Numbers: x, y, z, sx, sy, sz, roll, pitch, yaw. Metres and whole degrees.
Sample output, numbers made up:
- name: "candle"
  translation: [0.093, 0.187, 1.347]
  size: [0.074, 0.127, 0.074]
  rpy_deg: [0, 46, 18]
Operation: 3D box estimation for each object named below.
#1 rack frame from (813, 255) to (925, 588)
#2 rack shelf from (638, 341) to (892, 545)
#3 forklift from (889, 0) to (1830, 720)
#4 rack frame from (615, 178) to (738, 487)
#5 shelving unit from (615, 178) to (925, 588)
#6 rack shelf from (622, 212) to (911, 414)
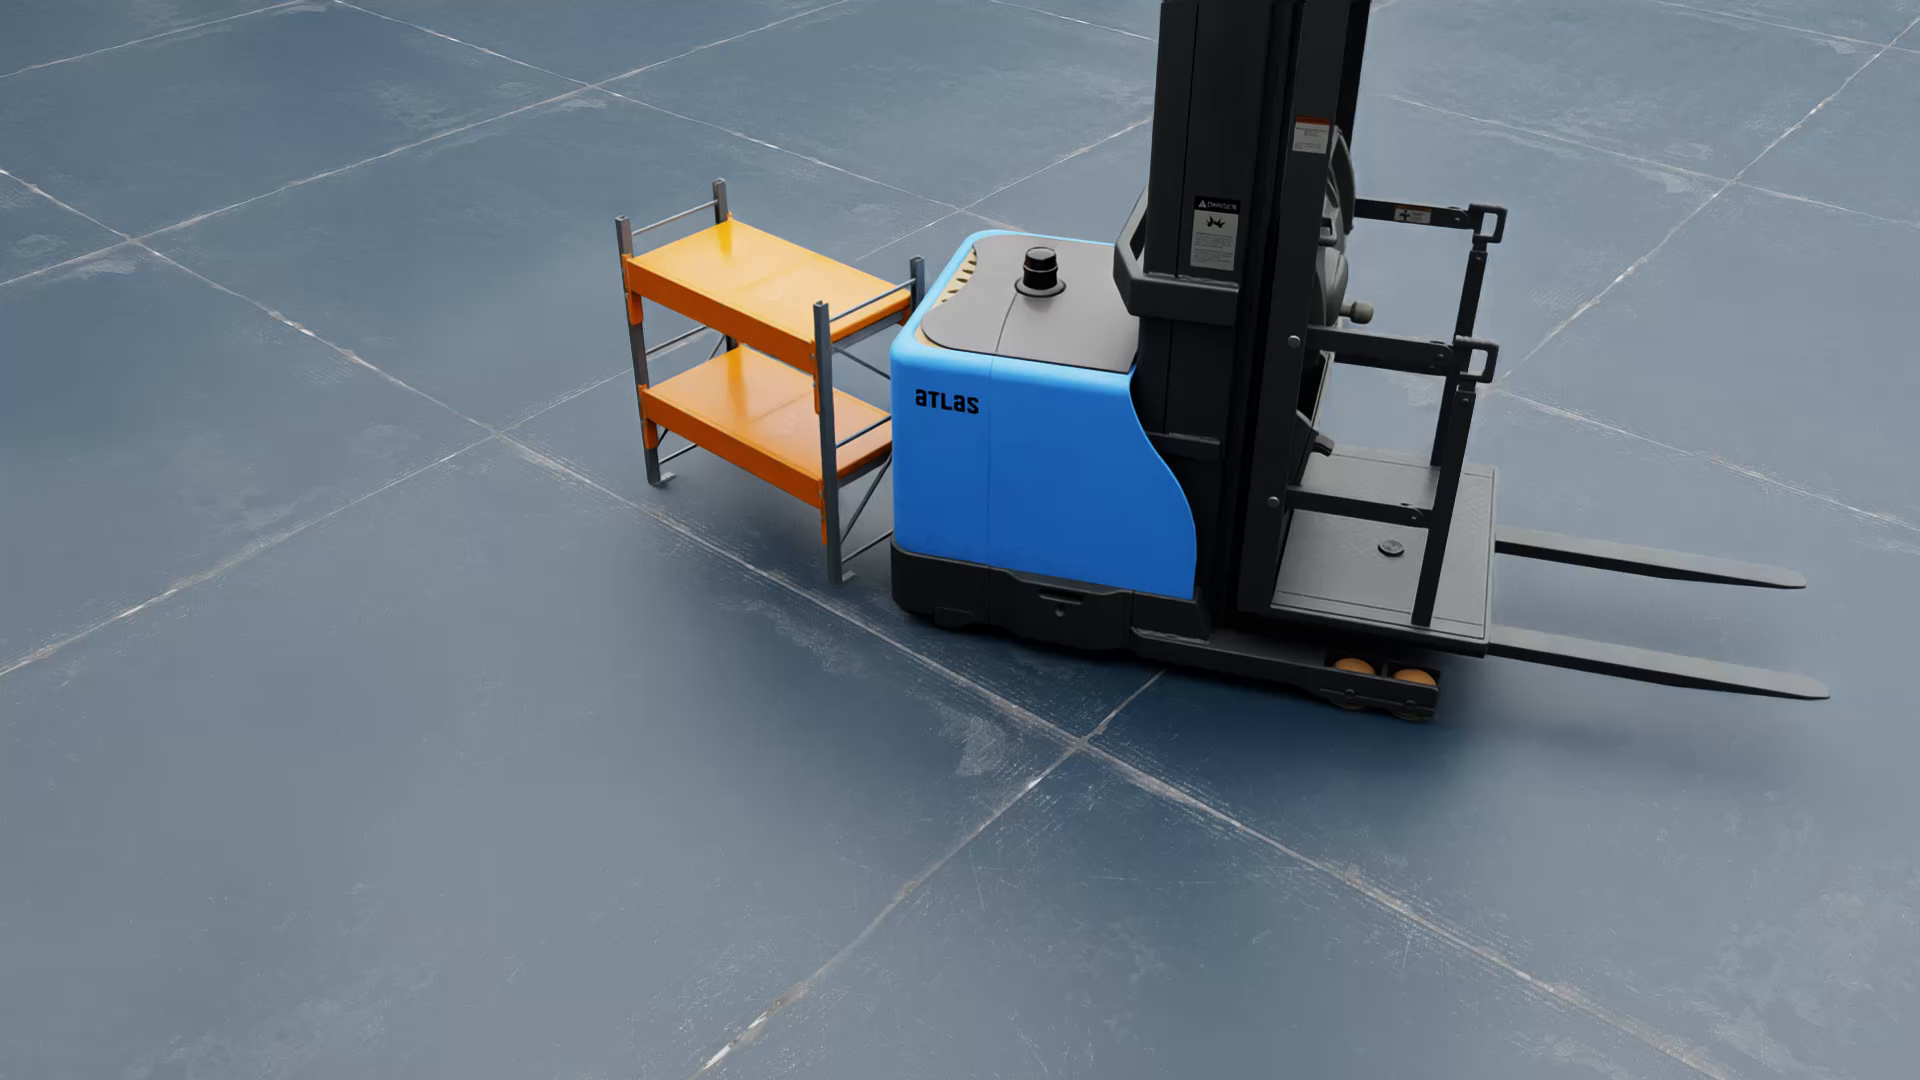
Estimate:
- name: "rack frame"
  translation: [-0.299, -0.400, 5.839]
  size: [0.032, 1.125, 0.500]
  rpy_deg: [27, 43, 33]
- name: "rack shelf"
  translation: [-0.677, -0.391, 6.257]
  size: [1.000, 0.278, 0.538]
  rpy_deg: [27, 43, 33]
- name: "forklift"
  translation: [1.336, -0.960, 5.059]
  size: [3.031, 2.935, 1.130]
  rpy_deg: [10, 36, 14]
- name: "rack frame"
  translation: [-1.055, -0.785, 6.399]
  size: [0.032, 1.125, 0.500]
  rpy_deg: [27, 43, 33]
- name: "shelving unit"
  translation: [-0.677, -0.592, 6.119]
  size: [1.048, 1.125, 0.538]
  rpy_deg: [27, 43, 33]
- name: "rack shelf"
  translation: [-0.677, -0.833, 5.953]
  size: [1.000, 0.278, 0.538]
  rpy_deg: [27, 43, 33]
